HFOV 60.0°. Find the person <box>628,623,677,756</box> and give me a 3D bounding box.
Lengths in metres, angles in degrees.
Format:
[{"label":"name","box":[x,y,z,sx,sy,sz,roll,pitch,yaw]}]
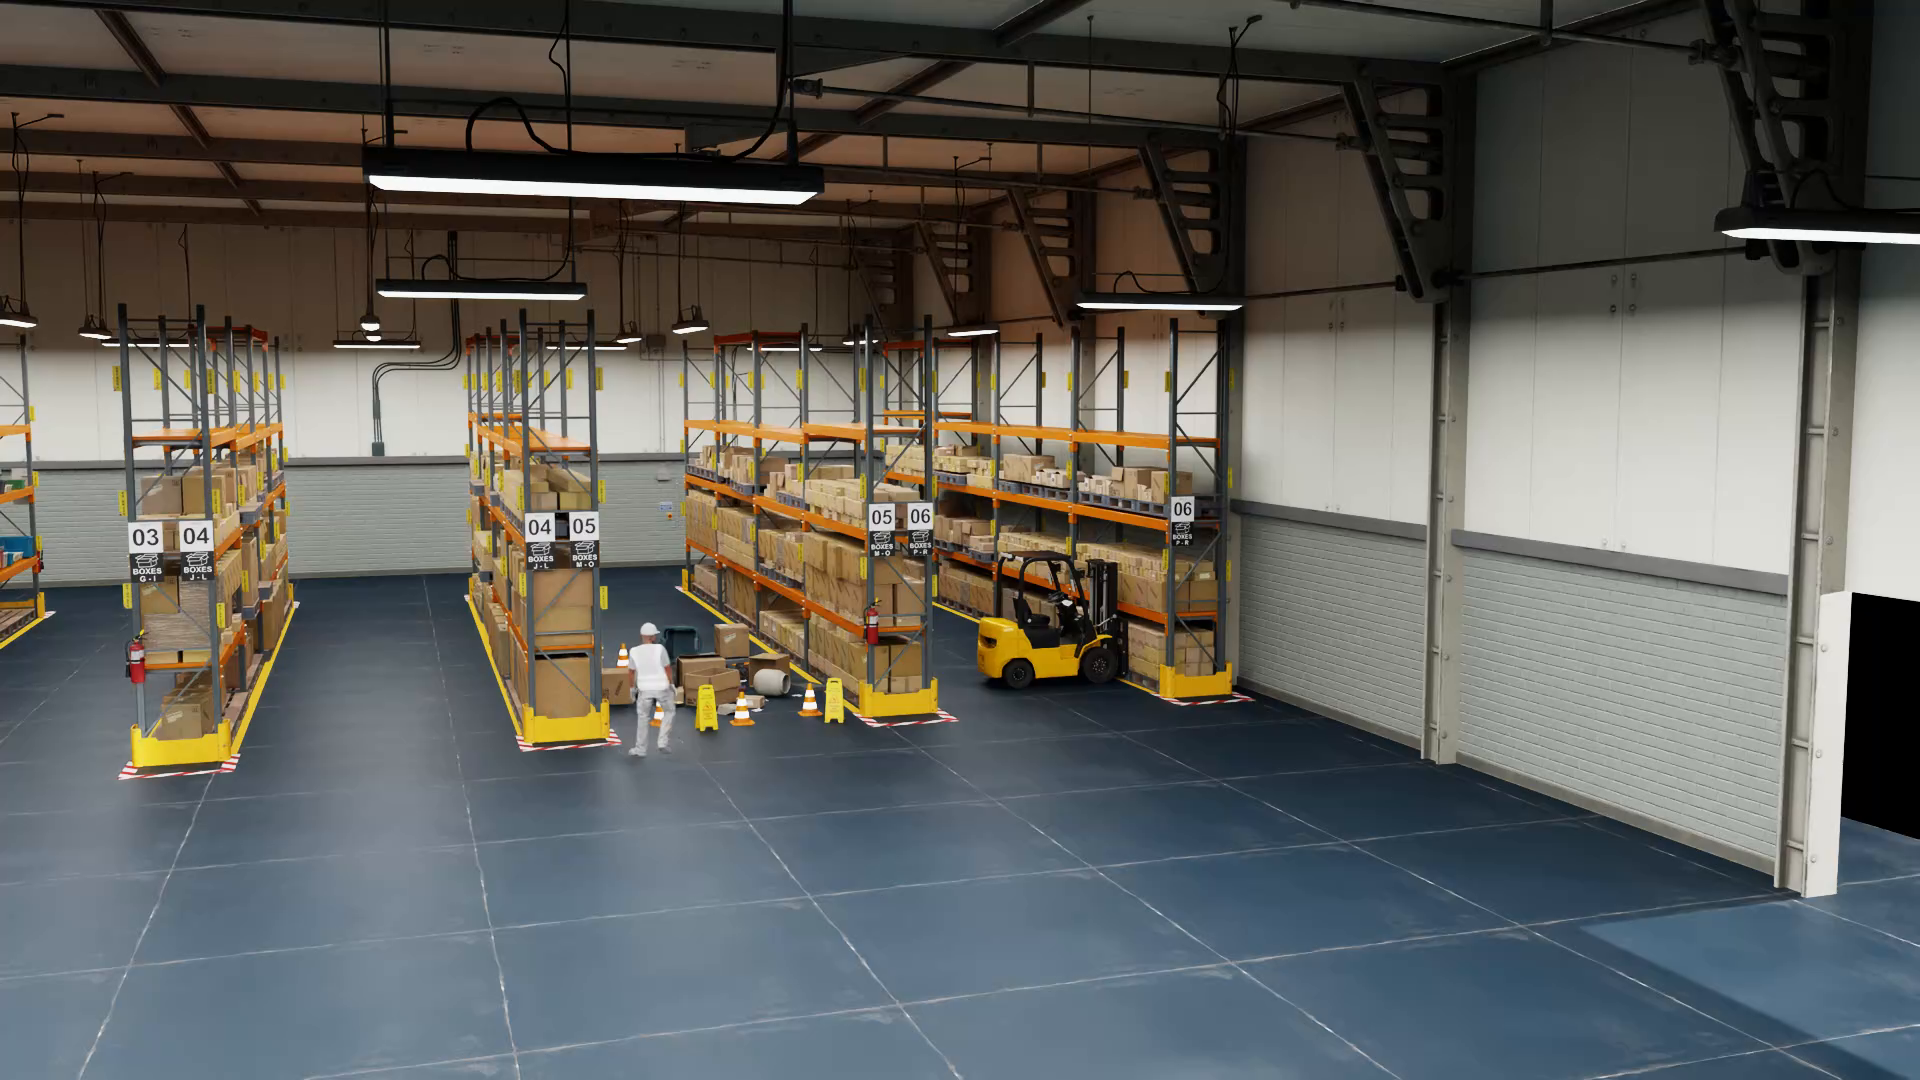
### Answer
[{"label":"person","box":[-4.109,1.999,22.200,0.657,1.786,0.409,0,5,-2]}]
